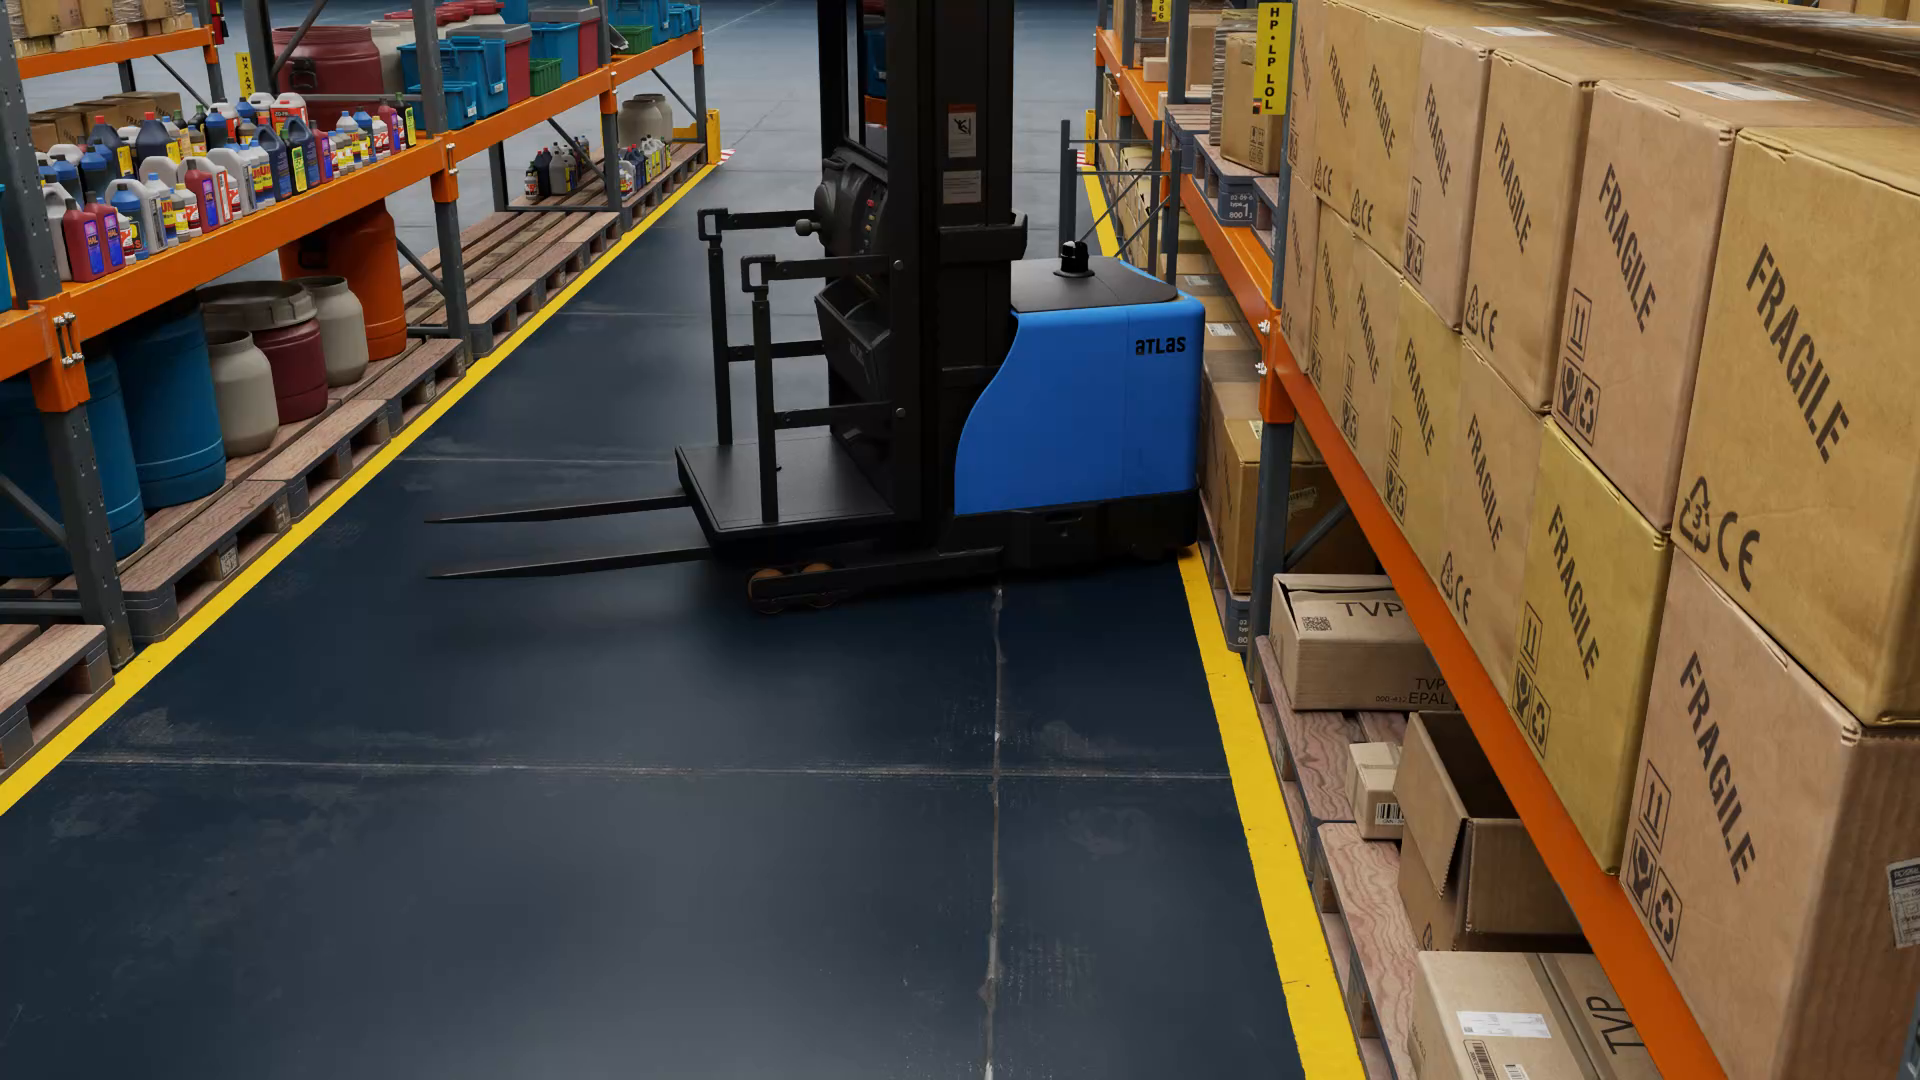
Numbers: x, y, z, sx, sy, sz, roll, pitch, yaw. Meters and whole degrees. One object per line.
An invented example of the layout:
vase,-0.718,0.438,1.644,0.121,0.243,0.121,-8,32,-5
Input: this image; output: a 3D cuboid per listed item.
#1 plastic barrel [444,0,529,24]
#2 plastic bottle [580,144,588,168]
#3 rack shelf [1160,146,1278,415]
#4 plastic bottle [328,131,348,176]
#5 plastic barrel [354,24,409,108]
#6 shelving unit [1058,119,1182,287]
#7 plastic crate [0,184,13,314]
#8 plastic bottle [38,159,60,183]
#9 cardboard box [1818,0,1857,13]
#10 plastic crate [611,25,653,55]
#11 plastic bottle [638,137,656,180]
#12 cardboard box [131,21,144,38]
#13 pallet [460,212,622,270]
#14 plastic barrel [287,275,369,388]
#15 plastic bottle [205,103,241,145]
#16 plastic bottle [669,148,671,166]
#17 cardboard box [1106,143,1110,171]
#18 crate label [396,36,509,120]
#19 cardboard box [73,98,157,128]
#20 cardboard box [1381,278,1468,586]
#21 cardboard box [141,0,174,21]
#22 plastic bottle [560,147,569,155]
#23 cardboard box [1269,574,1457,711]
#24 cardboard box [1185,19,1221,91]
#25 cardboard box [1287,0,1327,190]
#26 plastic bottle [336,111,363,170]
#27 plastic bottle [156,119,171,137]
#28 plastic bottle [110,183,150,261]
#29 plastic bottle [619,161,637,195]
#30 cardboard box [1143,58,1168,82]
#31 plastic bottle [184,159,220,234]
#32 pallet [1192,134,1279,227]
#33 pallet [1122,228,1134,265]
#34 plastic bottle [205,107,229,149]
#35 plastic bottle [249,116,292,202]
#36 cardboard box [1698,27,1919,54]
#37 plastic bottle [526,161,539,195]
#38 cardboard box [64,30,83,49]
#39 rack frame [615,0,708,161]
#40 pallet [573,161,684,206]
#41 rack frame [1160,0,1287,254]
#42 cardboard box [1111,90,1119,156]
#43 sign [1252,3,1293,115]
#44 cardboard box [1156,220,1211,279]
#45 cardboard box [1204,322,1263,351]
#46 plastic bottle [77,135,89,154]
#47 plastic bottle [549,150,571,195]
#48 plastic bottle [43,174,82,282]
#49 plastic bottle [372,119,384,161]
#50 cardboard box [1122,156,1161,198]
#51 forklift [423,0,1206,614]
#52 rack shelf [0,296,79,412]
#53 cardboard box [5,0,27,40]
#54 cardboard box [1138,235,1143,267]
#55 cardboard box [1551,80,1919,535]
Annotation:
plastic barrel,-3.523,-3.954,12.381,0.600,0.901,0.708,1,21,2
plastic bottle,-3.457,-3.514,15.199,0.097,0.201,0.097,0,21,0
rack shelf,1.560,-1.296,7.218,1.077,0.370,4.000,1,21,2
plastic bottle,-2.963,-1.831,7.876,0.097,0.201,0.097,0,21,0
plastic barrel,-3.513,-2.837,10.040,0.421,0.512,0.421,0,21,0
shelving unit,0.739,-1.199,8.045,0.587,1.500,1.083,1,21,2
plastic crate,-3.125,-0.812,4.915,0.392,0.384,0.575,1,21,2
plastic bottle,-3.612,-1.370,6.592,0.097,0.271,0.097,0,21,0
cardboard box,6.644,-3.816,11.971,0.700,0.500,0.500,1,21,2
plastic crate,-2.885,-4.246,14.118,0.450,0.188,0.662,1,21,2
plastic bottle,-2.751,-3.336,14.535,0.144,0.351,0.185,0,21,1
cardboard box,-7.877,-4.774,15.533,0.380,0.149,0.250,1,21,2
pallet,-3.194,-2.273,12.594,1.003,0.211,1.213,1,21,2
plastic barrel,-3.256,-1.064,8.484,0.421,0.512,0.421,0,21,0
plastic bottle,-3.681,-2.033,8.292,0.152,0.276,0.135,1,21,2
plastic bottle,-2.705,-3.535,15.253,0.097,0.201,0.097,0,21,0
cardboard box,1.578,-3.427,14.936,0.500,0.250,0.500,1,21,2
crate label,-3.030,-2.783,10.007,0.502,0.435,0.616,1,21,2
cardboard box,-8.058,-3.946,15.927,0.500,0.500,0.500,6,22,16
cardboard box,1.167,-0.224,3.321,0.500,0.500,0.500,0,21,1
cardboard box,-7.977,-5.162,15.638,0.875,0.500,0.500,1,21,2
plastic bottle,-3.453,-3.273,14.475,0.152,0.276,0.135,1,21,3
cardboard box,1.270,0.289,5.246,0.500,0.311,0.500,1,21,2
cardboard box,1.655,-3.008,10.497,0.500,0.500,0.500,0,21,-1
cardboard box,1.203,-1.254,4.594,0.500,0.500,0.500,1,21,3
plastic bottle,-2.957,-1.934,8.045,0.097,0.271,0.097,0,21,0
plastic bottle,-3.726,-1.822,7.756,0.097,0.271,0.097,0,21,0
plastic bottle,-3.022,-1.158,6.044,0.097,0.271,0.097,0,21,0
plastic bottle,-2.779,-3.020,13.822,0.152,0.276,0.135,1,21,4
cardboard box,1.511,-3.366,11.904,0.380,0.149,0.250,1,21,2
plastic bottle,-2.988,-1.359,6.546,0.061,0.283,0.133,1,21,2
pallet,1.566,-1.562,7.174,1.003,0.211,1.213,1,21,2
pallet,1.759,-2.234,12.495,1.003,0.211,1.213,1,21,2
plastic bottle,-3.651,-1.988,8.184,0.097,0.271,0.097,0,21,0
plastic bottle,-3.007,-1.651,7.206,0.144,0.351,0.185,1,21,2
cardboard box,1.697,-0.686,3.130,0.500,0.500,0.500,0,21,1
plastic bottle,-3.524,-2.973,13.692,0.061,0.283,0.133,2,21,4
cardboard box,-7.839,-4.321,14.366,0.380,0.149,0.250,1,21,2
rack frame,-3.087,-5.303,16.550,1.000,3.000,0.127,1,21,2
pallet,-3.112,-3.242,15.092,1.003,0.211,1.213,1,21,2
rack frame,1.620,-2.355,8.951,1.000,3.000,0.127,1,21,2
cardboard box,1.576,-3.596,14.334,0.500,0.500,0.500,1,21,2
sign,0.944,-1.453,5.027,0.100,0.325,0.005,1,21,2
cardboard box,1.390,-1.722,9.766,0.500,0.311,0.500,1,21,3
cardboard box,1.280,-0.674,7.466,0.500,0.500,0.500,0,21,0
plastic bottle,-3.764,-1.587,7.134,0.061,0.283,0.133,1,21,2
plastic bottle,-3.333,-3.062,13.826,0.144,0.351,0.185,1,21,2
plastic bottle,-3.116,-1.080,5.733,0.144,0.351,0.185,1,21,2
plastic bottle,-2.948,-2.007,8.329,0.097,0.201,0.097,0,21,0
cardboard box,1.460,-2.649,12.154,0.500,0.311,0.500,0,21,1
forklift,-0.601,-1.299,6.326,3.031,2.935,1.130,-6,22,-16
rack shelf,-3.513,0.094,3.634,1.077,0.370,4.000,1,21,2
cardboard box,-8.084,-4.259,13.309,0.875,0.500,0.500,1,21,2
cardboard box,1.423,-1.830,10.819,0.500,0.250,0.500,1,21,3
cardboard box,1.130,-0.322,2.191,0.500,0.500,0.500,1,21,3
